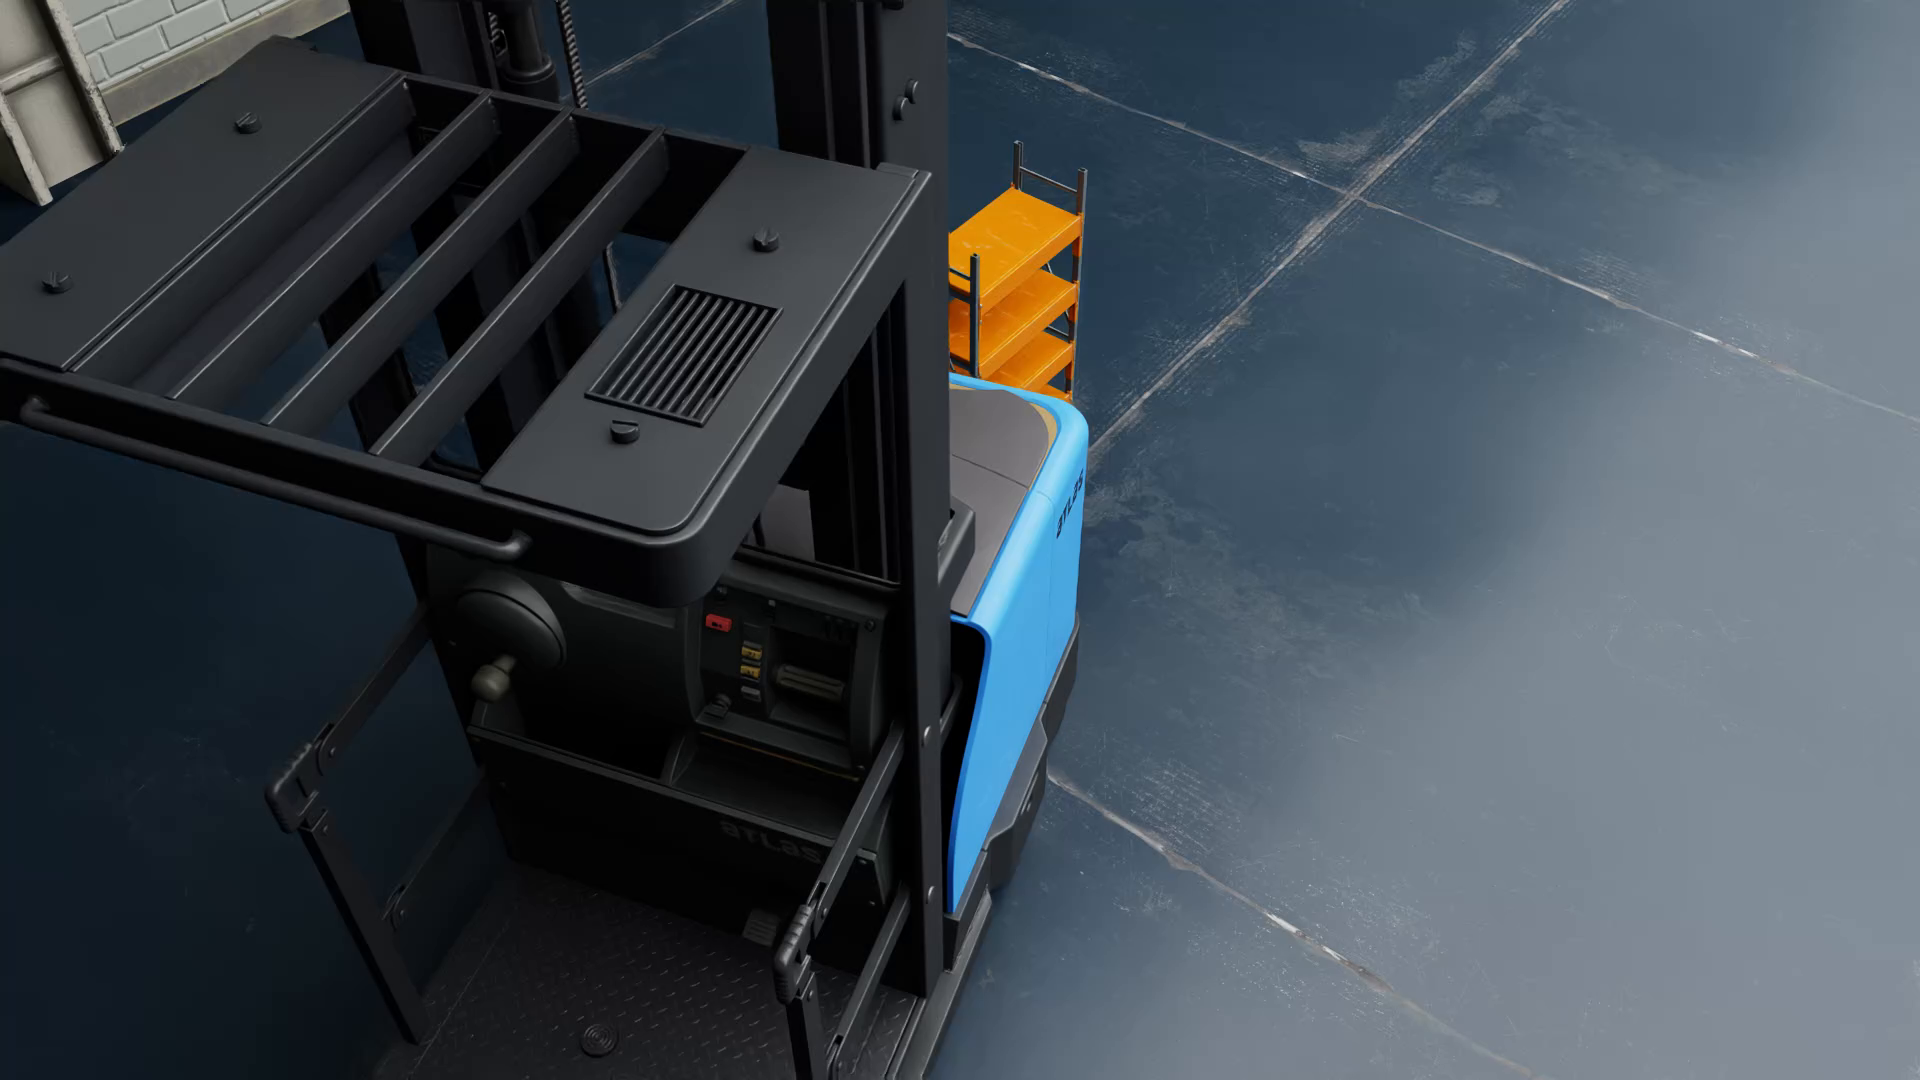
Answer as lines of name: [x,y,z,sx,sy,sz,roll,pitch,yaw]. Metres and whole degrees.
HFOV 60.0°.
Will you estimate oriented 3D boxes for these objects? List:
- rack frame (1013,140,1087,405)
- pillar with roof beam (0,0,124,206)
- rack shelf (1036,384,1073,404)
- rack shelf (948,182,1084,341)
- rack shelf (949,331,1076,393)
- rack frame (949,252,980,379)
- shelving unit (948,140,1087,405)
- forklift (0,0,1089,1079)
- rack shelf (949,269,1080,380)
rack frame: [0.250,-0.649,5.040,0.240,1.200,0.015,29,53,25]
pillar with roof beam: [-0.185,-2.689,1.595,9.100,9.000,0.400,29,53,25]
rack shelf: [0.101,-0.326,5.099,0.258,0.148,0.480,29,53,25]
rack shelf: [0.101,-0.781,4.622,0.258,0.148,0.480,29,53,25]
rack shelf: [0.101,-0.463,4.955,0.258,0.148,0.480,29,53,25]
rack frame: [-0.048,-0.370,4.773,0.240,1.200,0.015,29,53,25]
shelving unit: [0.101,-0.509,4.907,0.258,1.200,0.503,29,53,25]
forklift: [-0.651,0.276,2.959,1.130,2.935,3.031,15,48,14]
rack shelf: [0.101,-0.617,4.794,0.258,0.148,0.480,29,53,25]
